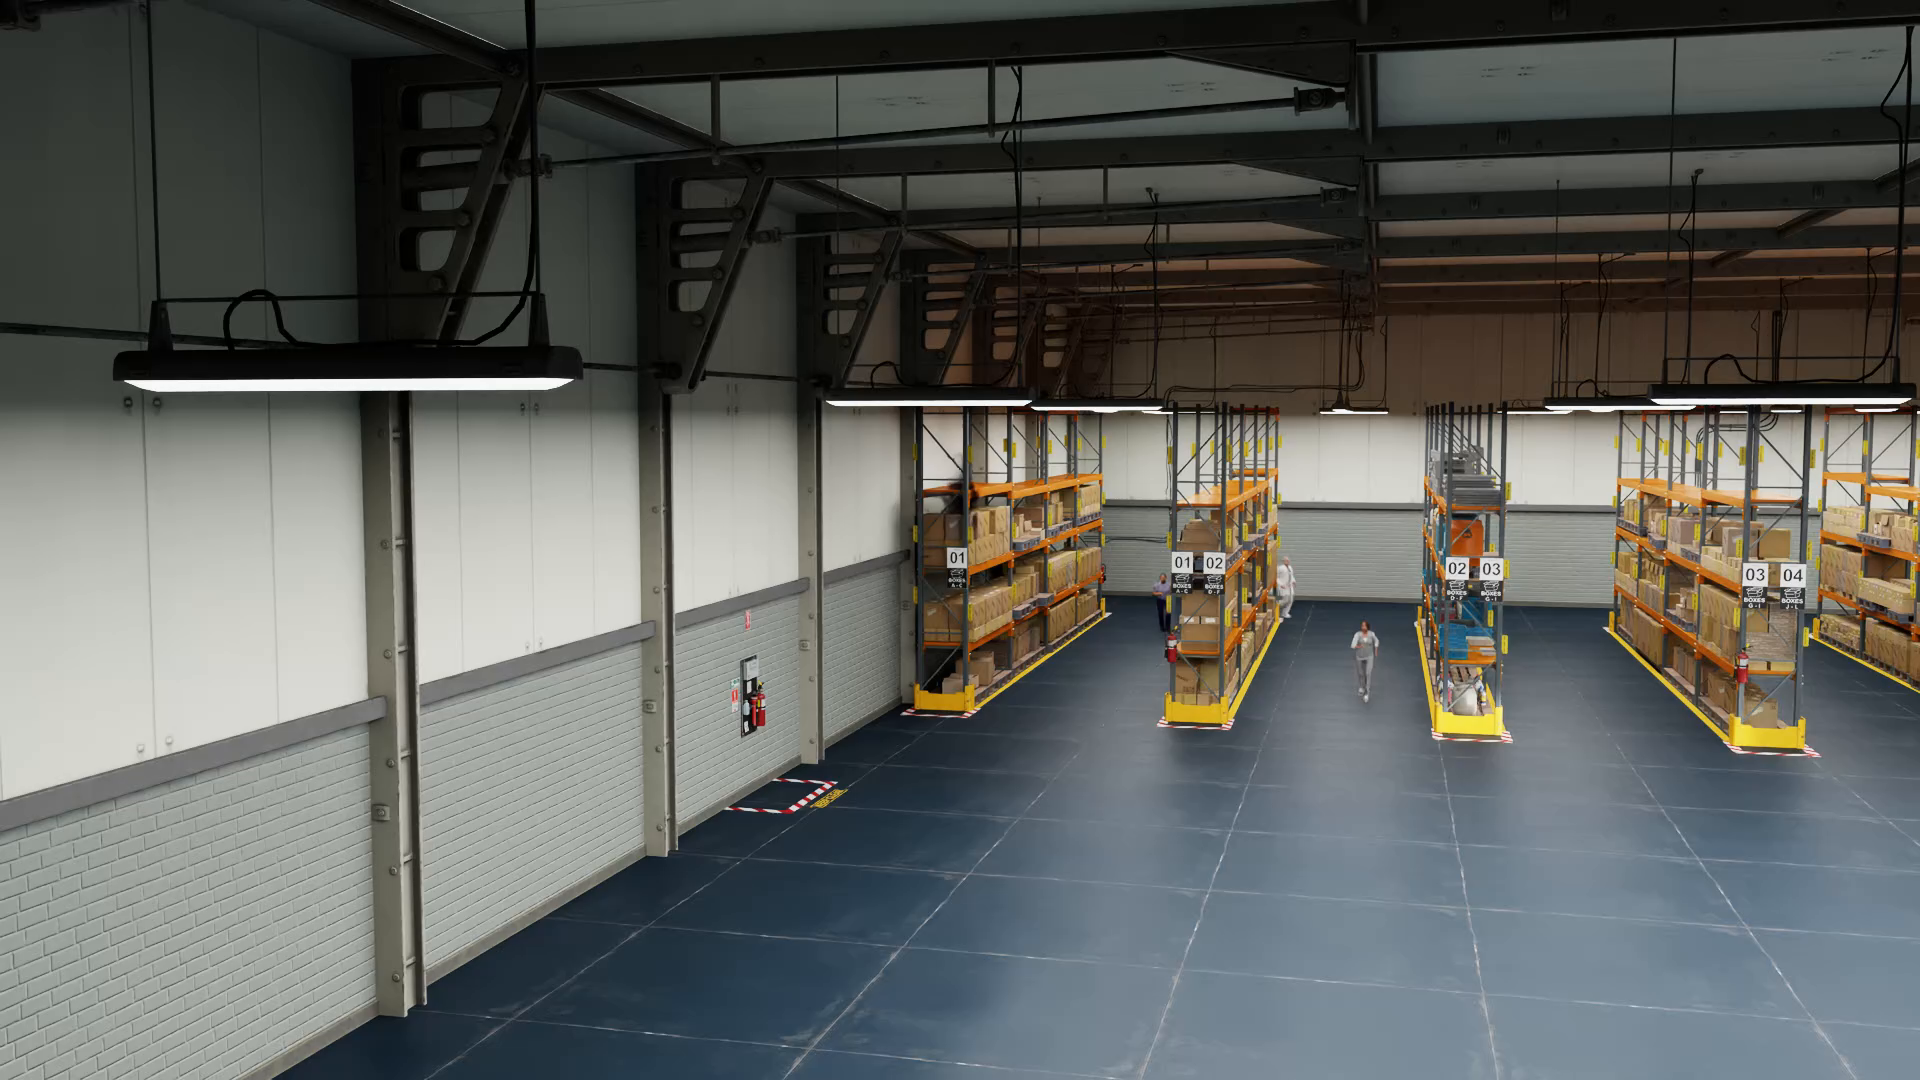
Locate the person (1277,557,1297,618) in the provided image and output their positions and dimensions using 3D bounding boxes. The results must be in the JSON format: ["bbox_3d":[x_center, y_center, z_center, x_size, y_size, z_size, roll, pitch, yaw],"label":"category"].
[{"bbox_3d":[9.266,1.345,47.493,0.730,1.733,0.651,-3,5,-39],"label":"person"}]

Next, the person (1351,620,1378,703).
[{"bbox_3d":[8.178,2.423,33.616,0.534,1.626,0.823,1,4,13],"label":"person"}]

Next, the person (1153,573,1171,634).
[{"bbox_3d":[5.410,1.661,44.183,0.541,1.603,0.926,1,4,9],"label":"person"}]
